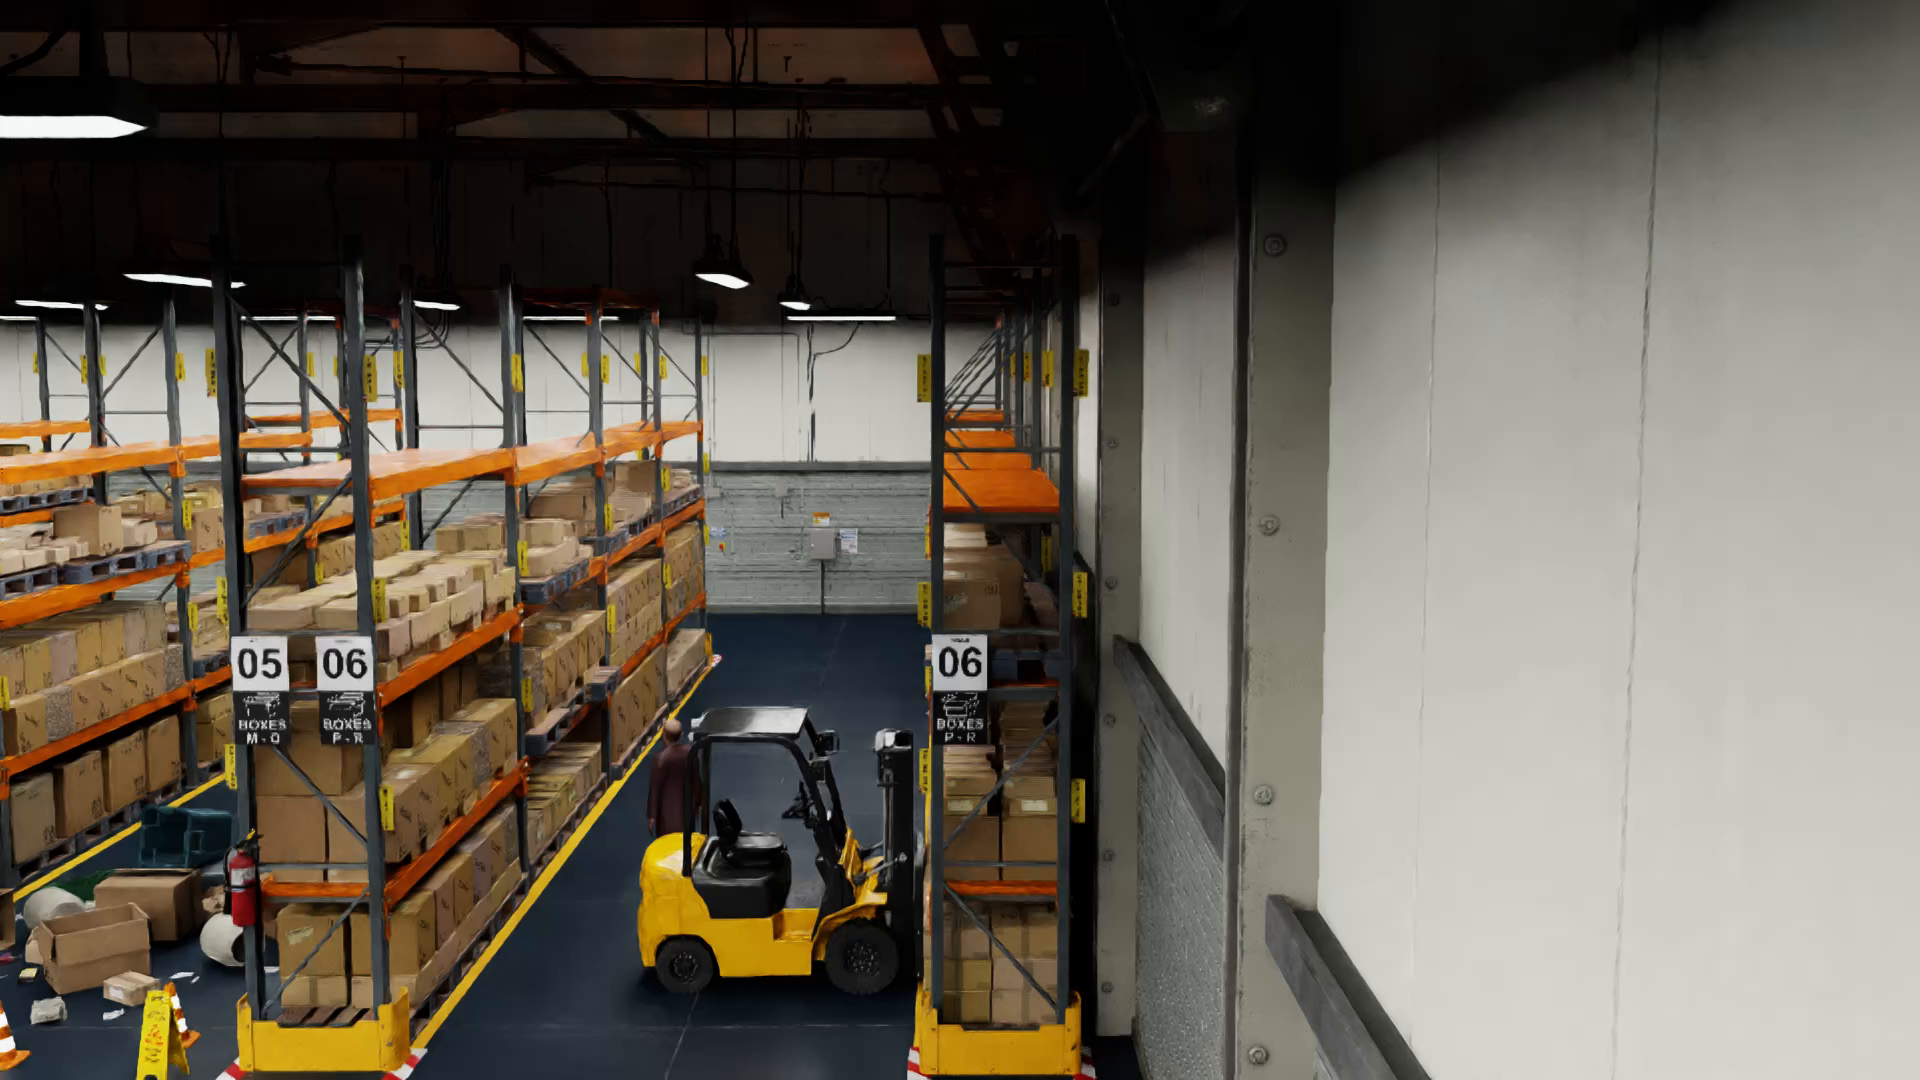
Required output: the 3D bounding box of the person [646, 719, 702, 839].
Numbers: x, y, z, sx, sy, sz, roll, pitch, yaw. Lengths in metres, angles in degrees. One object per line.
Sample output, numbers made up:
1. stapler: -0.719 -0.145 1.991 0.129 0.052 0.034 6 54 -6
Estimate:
1. person: -2.723 2.546 15.597 0.593 1.775 0.677 4 7 30
